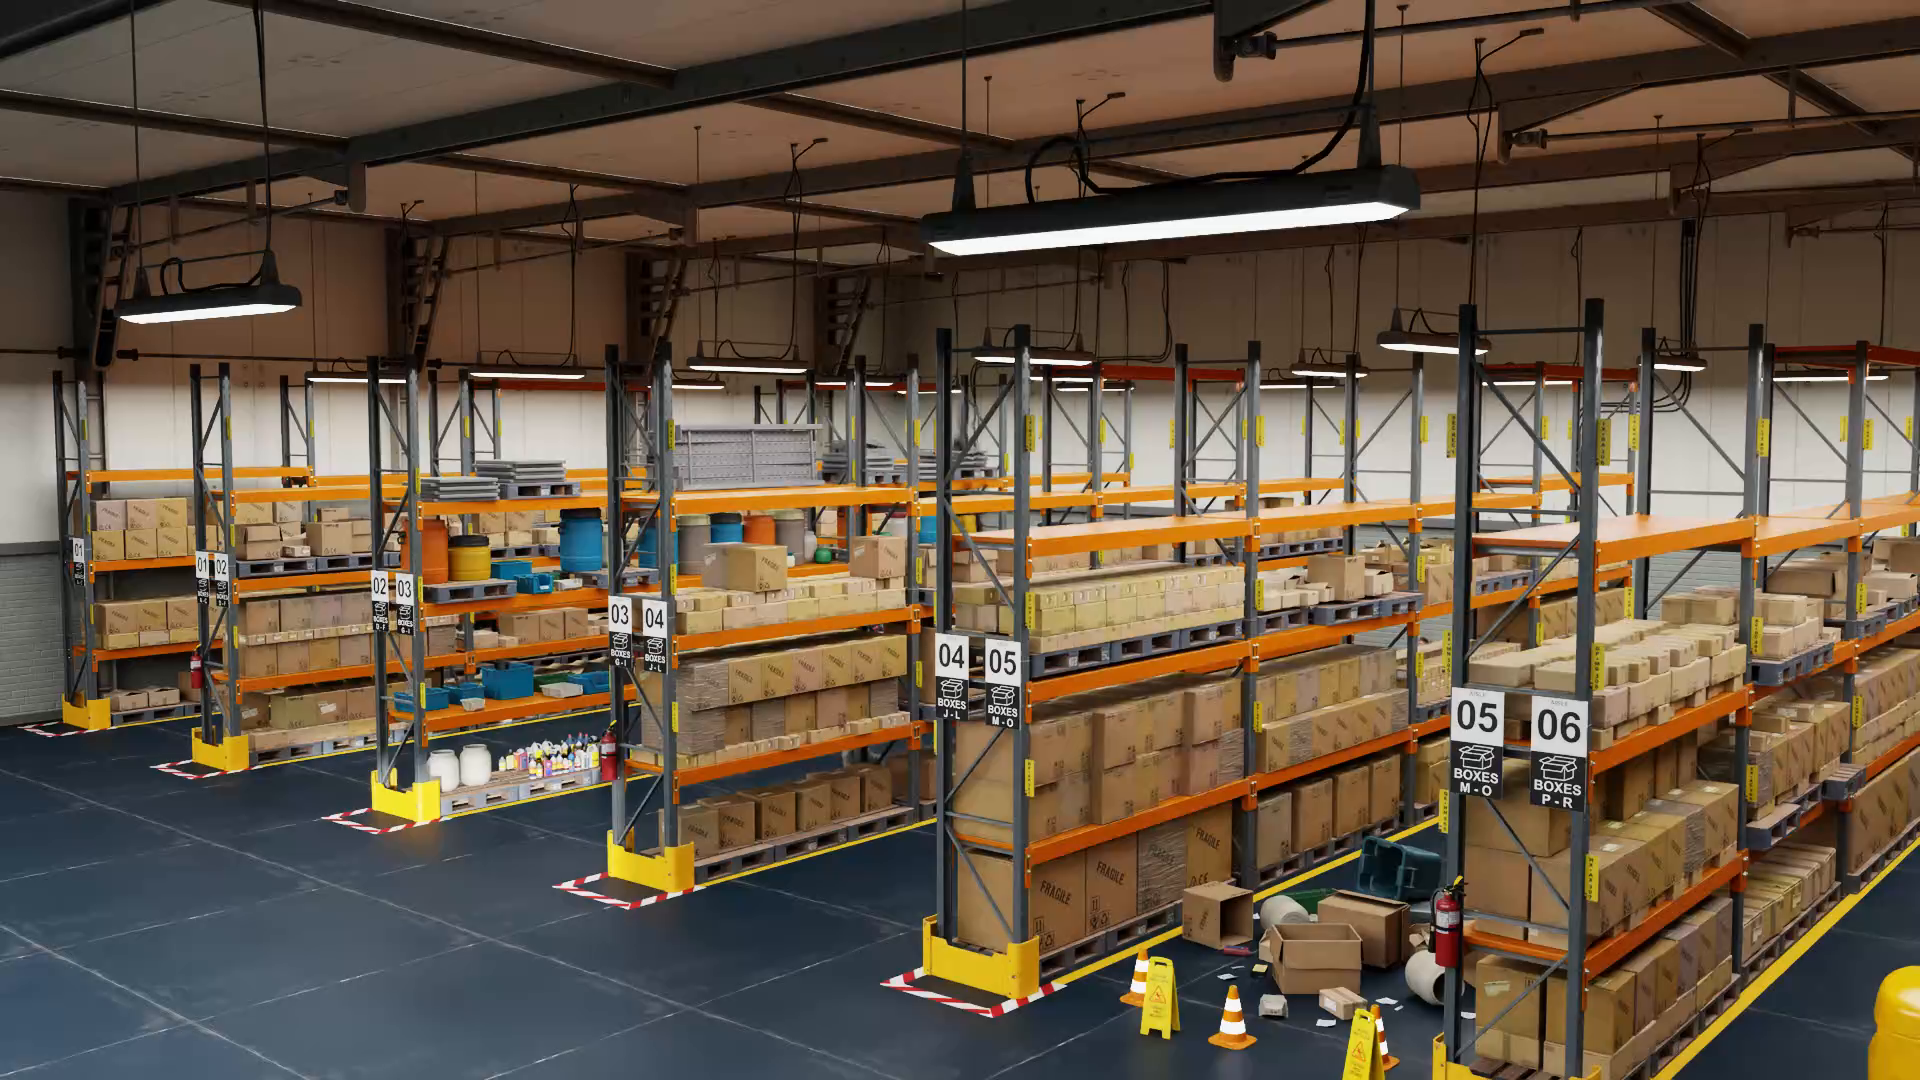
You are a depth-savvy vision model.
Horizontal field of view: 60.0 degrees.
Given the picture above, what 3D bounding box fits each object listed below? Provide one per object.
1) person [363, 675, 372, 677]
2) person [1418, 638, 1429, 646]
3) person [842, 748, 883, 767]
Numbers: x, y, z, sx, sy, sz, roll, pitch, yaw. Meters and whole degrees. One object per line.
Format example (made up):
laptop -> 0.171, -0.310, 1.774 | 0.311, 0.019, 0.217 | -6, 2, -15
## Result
person -> -10.103, 2.213, 28.660 | 0.671, 1.825, 0.964 | 4, 6, 42
person -> 7.374, 2.390, 26.550 | 0.575, 1.675, 0.893 | 4, 6, 44
person -> -1.393, 2.650, 23.428 | 0.566, 1.675, 0.784 | 4, 6, 43
